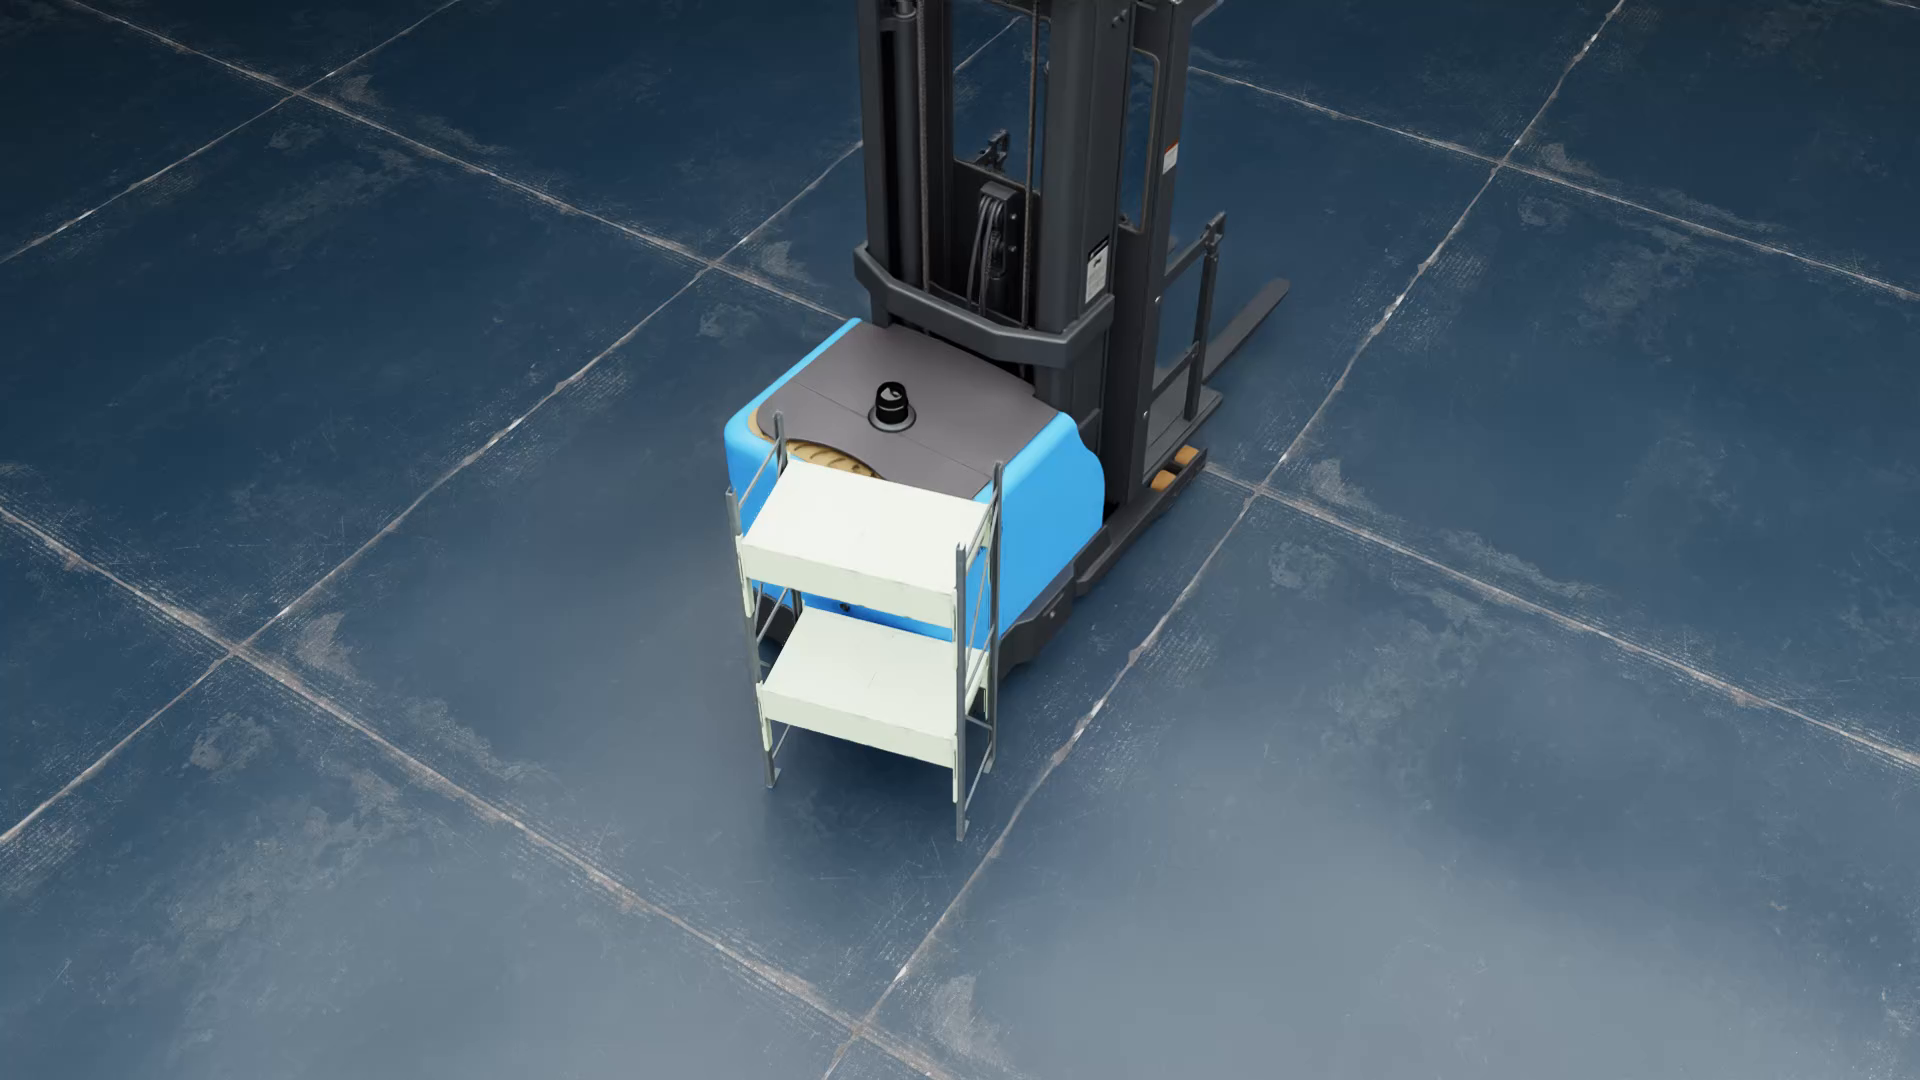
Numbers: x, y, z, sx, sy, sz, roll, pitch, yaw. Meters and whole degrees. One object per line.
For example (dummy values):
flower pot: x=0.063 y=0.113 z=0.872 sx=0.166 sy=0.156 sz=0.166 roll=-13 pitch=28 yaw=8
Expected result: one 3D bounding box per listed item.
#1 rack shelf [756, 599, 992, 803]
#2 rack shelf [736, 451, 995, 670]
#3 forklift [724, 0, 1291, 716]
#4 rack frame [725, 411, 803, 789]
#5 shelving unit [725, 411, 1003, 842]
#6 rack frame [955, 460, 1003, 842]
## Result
rack shelf: x=-0.288 y=0.560 z=5.836 sx=0.720 sy=0.370 sz=0.431 roll=13 pitch=47 yaw=13
rack shelf: x=-0.288 y=0.061 z=5.323 sx=0.720 sy=0.370 sz=0.431 roll=13 pitch=47 yaw=13
forklift: x=0.410 y=-1.337 z=6.227 sx=1.130 sy=2.935 sz=3.031 roll=27 pitch=52 yaw=24
rack frame: x=-0.635 y=0.250 z=5.683 sx=0.023 sy=1.500 sz=0.400 roll=13 pitch=47 yaw=13
shelving unit: x=-0.288 y=0.333 z=5.603 sx=0.755 sy=1.500 sz=0.431 roll=13 pitch=47 yaw=13
rack frame: x=0.059 y=0.415 z=5.522 sx=0.023 sy=1.500 sz=0.400 roll=13 pitch=47 yaw=13
